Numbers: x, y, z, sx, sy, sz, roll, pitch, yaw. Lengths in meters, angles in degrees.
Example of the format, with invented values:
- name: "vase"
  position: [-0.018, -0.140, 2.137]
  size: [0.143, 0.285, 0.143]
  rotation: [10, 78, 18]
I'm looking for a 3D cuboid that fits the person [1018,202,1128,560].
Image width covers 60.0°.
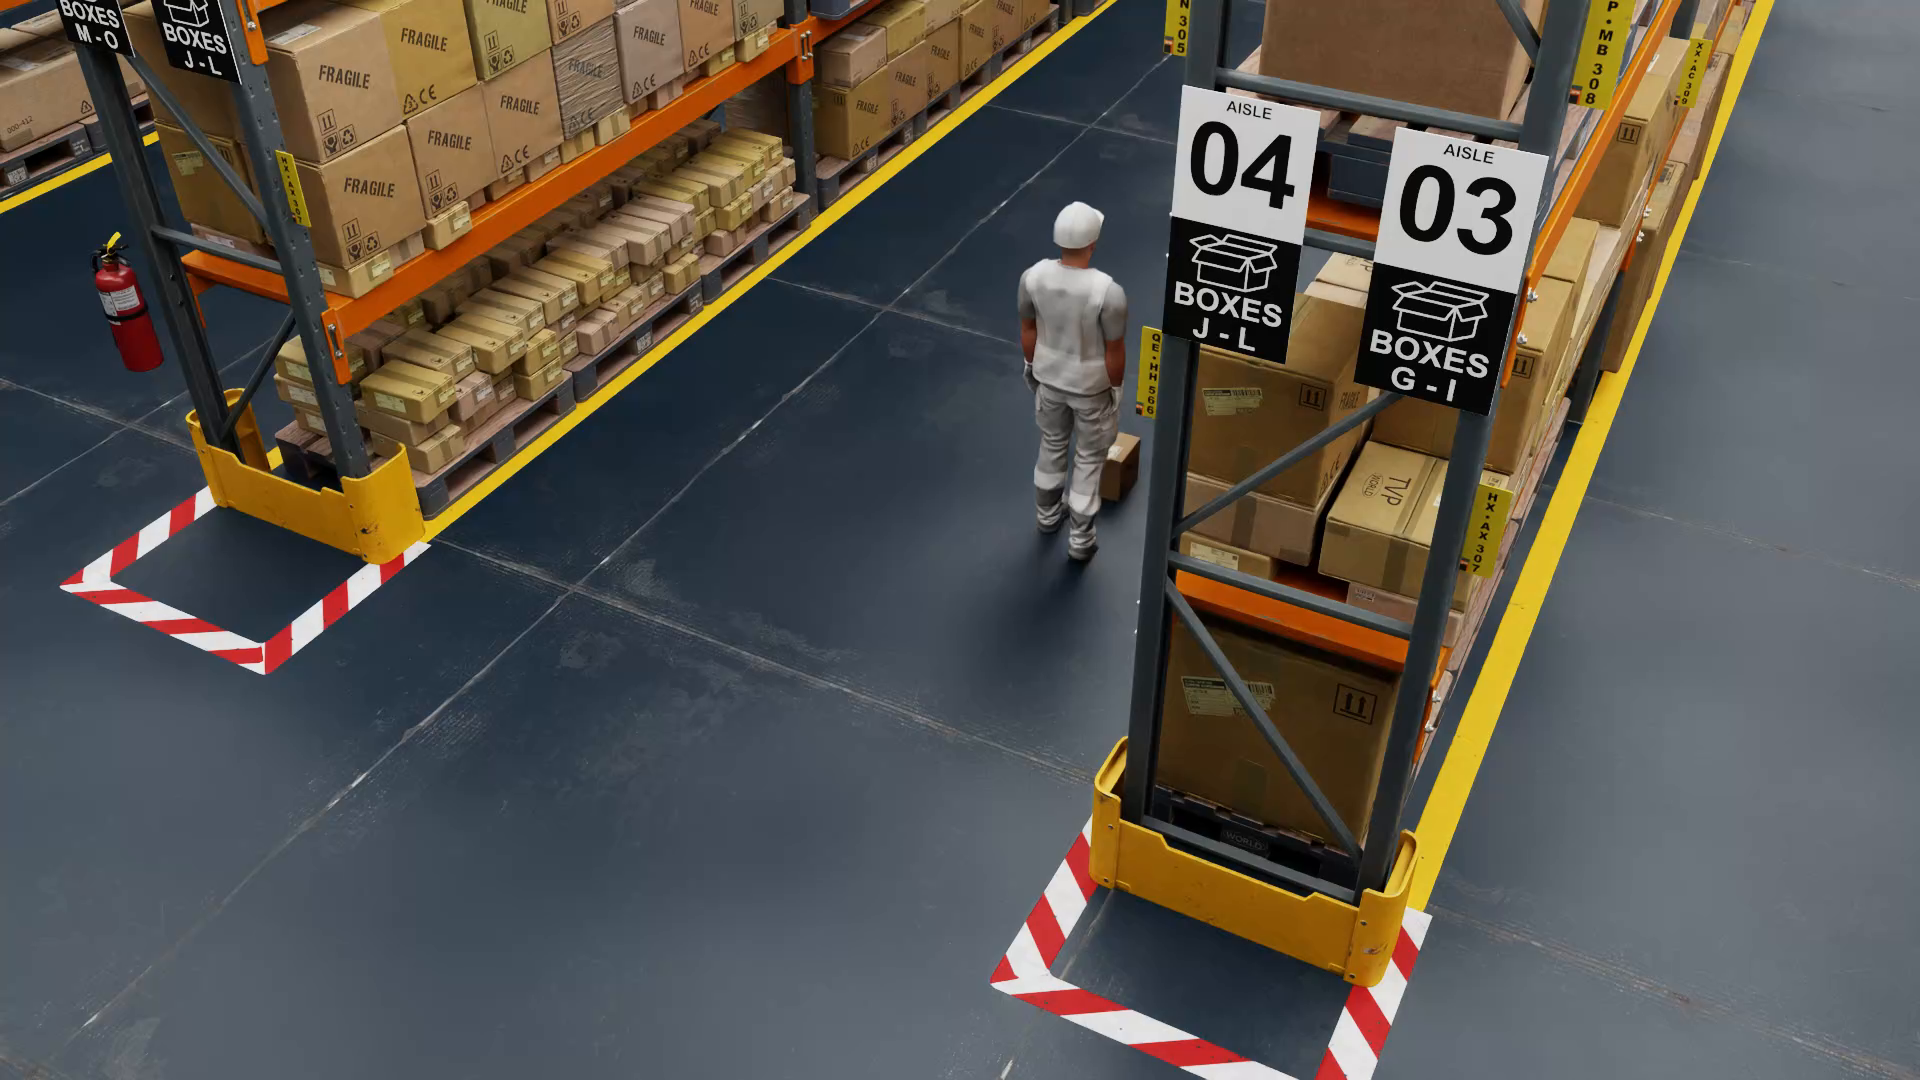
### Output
- name: "person"
  position: [0.528, -0.718, 7.728]
  size: [0.524, 1.866, 0.448]
  rotation: [18, 41, 22]
